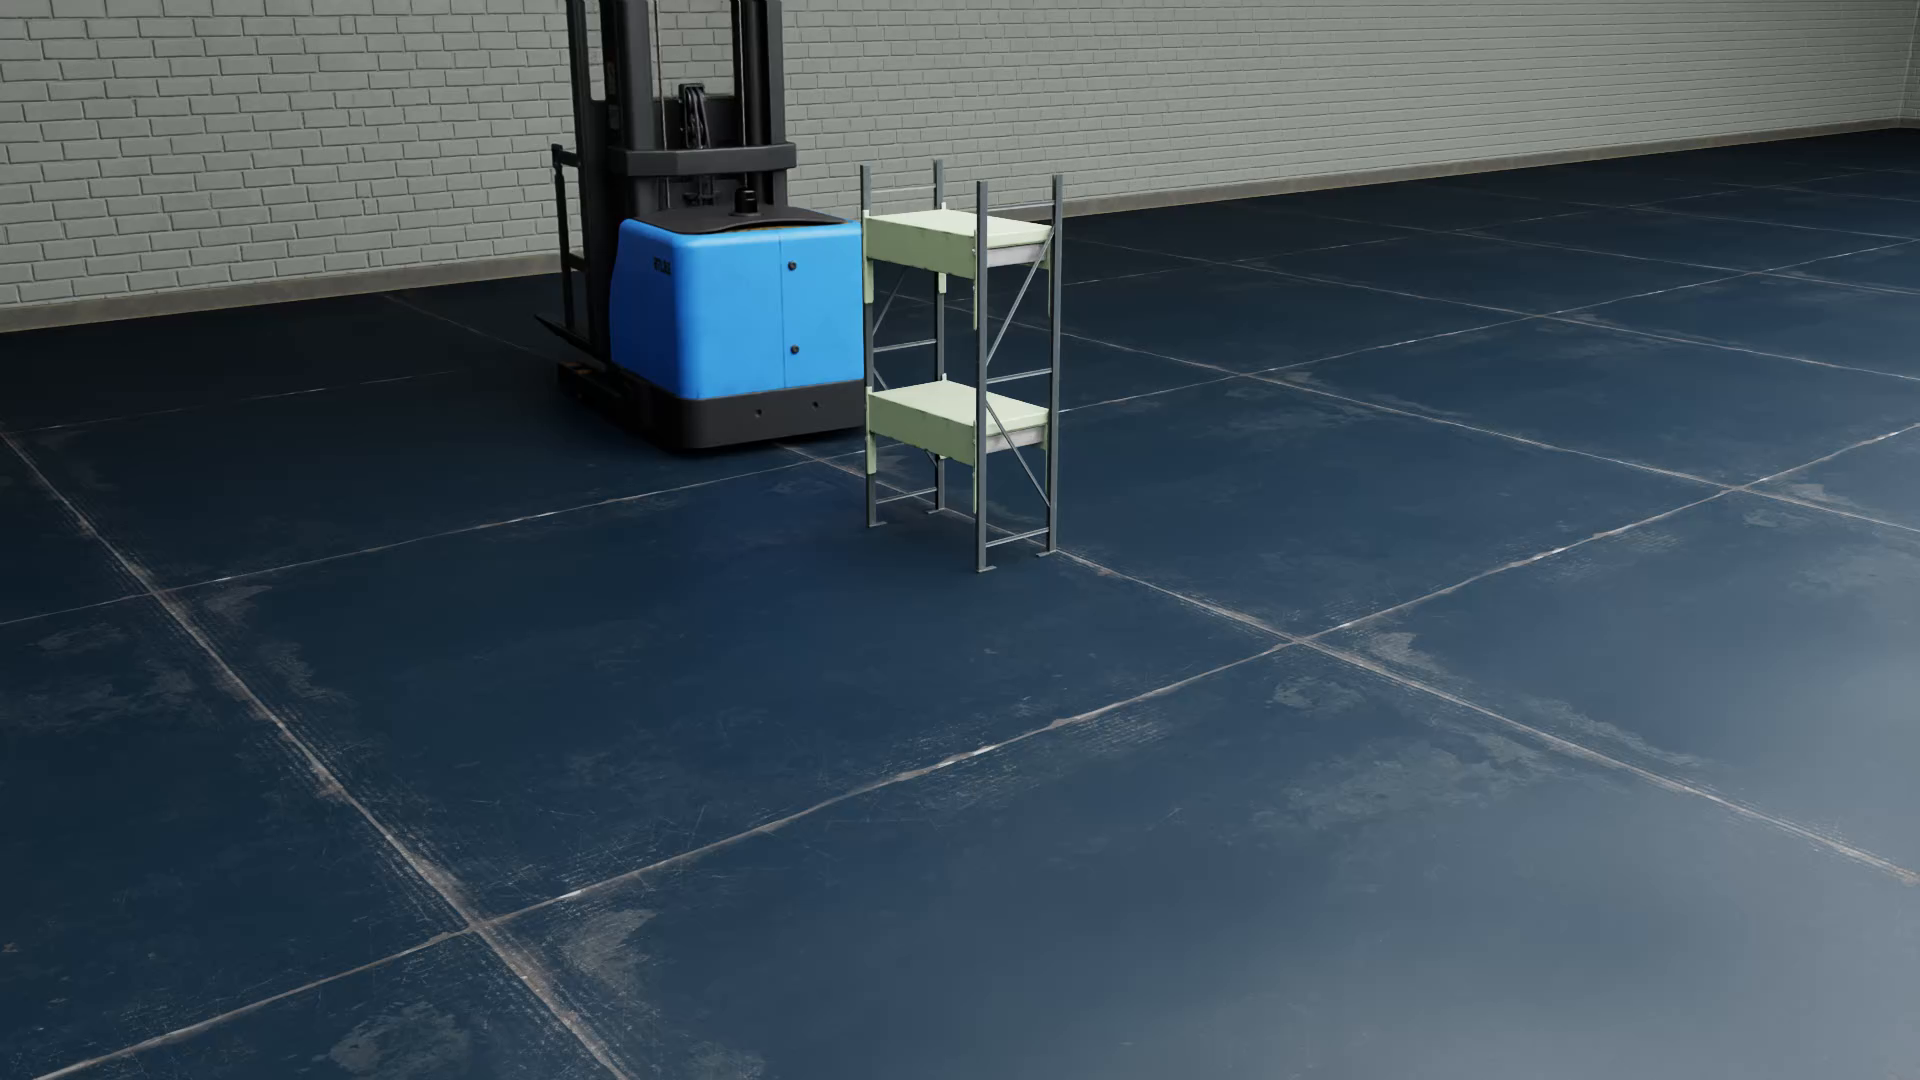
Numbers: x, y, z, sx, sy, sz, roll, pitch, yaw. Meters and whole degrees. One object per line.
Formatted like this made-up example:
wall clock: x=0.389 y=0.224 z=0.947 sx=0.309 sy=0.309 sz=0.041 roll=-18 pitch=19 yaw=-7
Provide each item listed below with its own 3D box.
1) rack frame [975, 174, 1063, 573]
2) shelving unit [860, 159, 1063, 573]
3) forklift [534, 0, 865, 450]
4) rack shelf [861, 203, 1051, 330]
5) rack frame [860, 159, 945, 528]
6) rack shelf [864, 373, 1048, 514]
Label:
rack frame: x=0.223 y=-0.623 z=6.359 sx=0.400 sy=1.500 sz=0.023 roll=-14 pitch=23 yaw=-36
shelving unit: x=-0.004 y=-0.714 z=6.632 sx=0.431 sy=1.500 sz=0.755 roll=-14 pitch=23 yaw=-36
forklift: x=-1.615 y=-2.241 z=8.966 sx=1.130 sy=2.935 sz=3.031 roll=-10 pitch=21 yaw=-29
rack shelf: x=-0.004 y=-1.084 z=6.509 sx=0.431 sy=0.370 sz=0.720 roll=-14 pitch=23 yaw=-36
rack frame: x=-0.231 y=-0.804 z=6.904 sx=0.400 sy=1.500 sz=0.023 roll=-14 pitch=23 yaw=-36
rack shelf: x=-0.004 y=-0.404 z=6.734 sx=0.431 sy=0.370 sz=0.720 roll=-14 pitch=23 yaw=-36
